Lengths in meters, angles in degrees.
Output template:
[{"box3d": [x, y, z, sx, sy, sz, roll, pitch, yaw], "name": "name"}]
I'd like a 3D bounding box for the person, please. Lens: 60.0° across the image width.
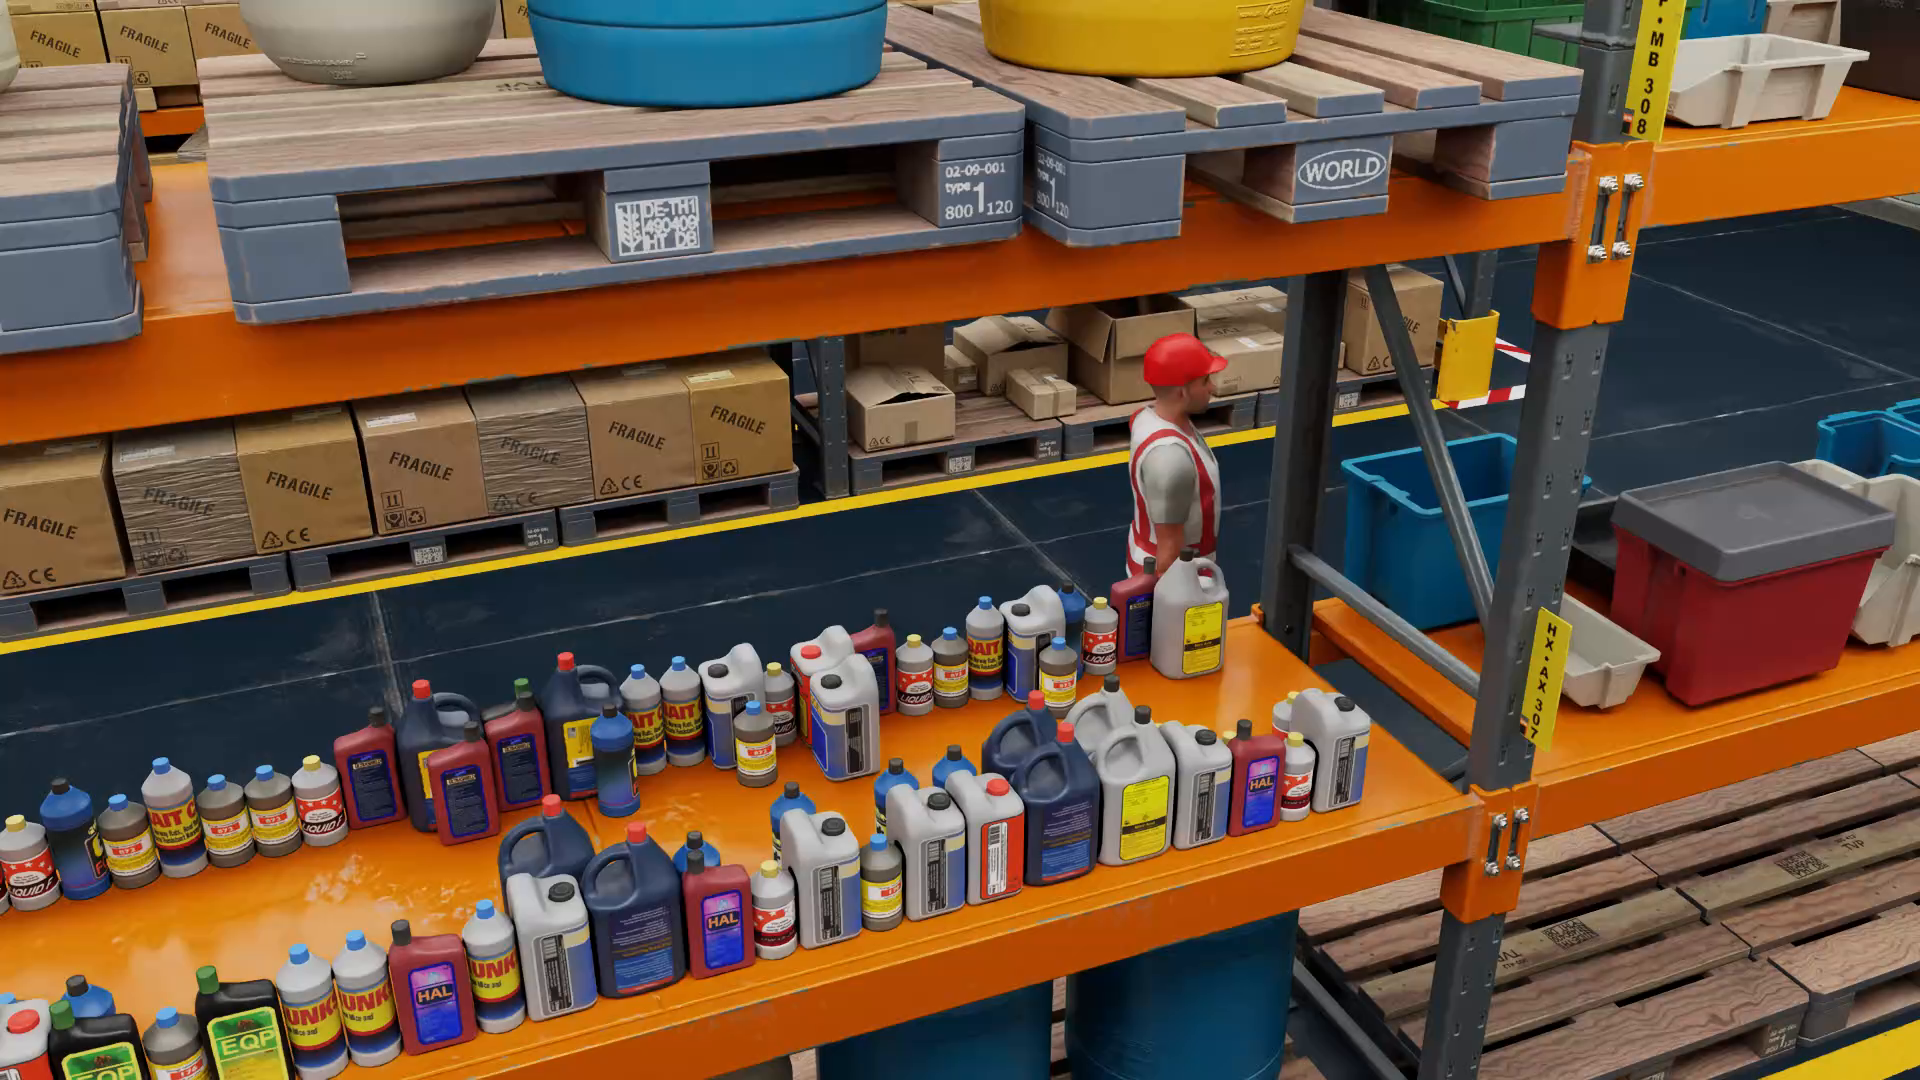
[{"box3d": [0.741, 0.138, 5.802, 0.347, 1.788, 0.524, 1, 26, 2], "name": "person"}]
